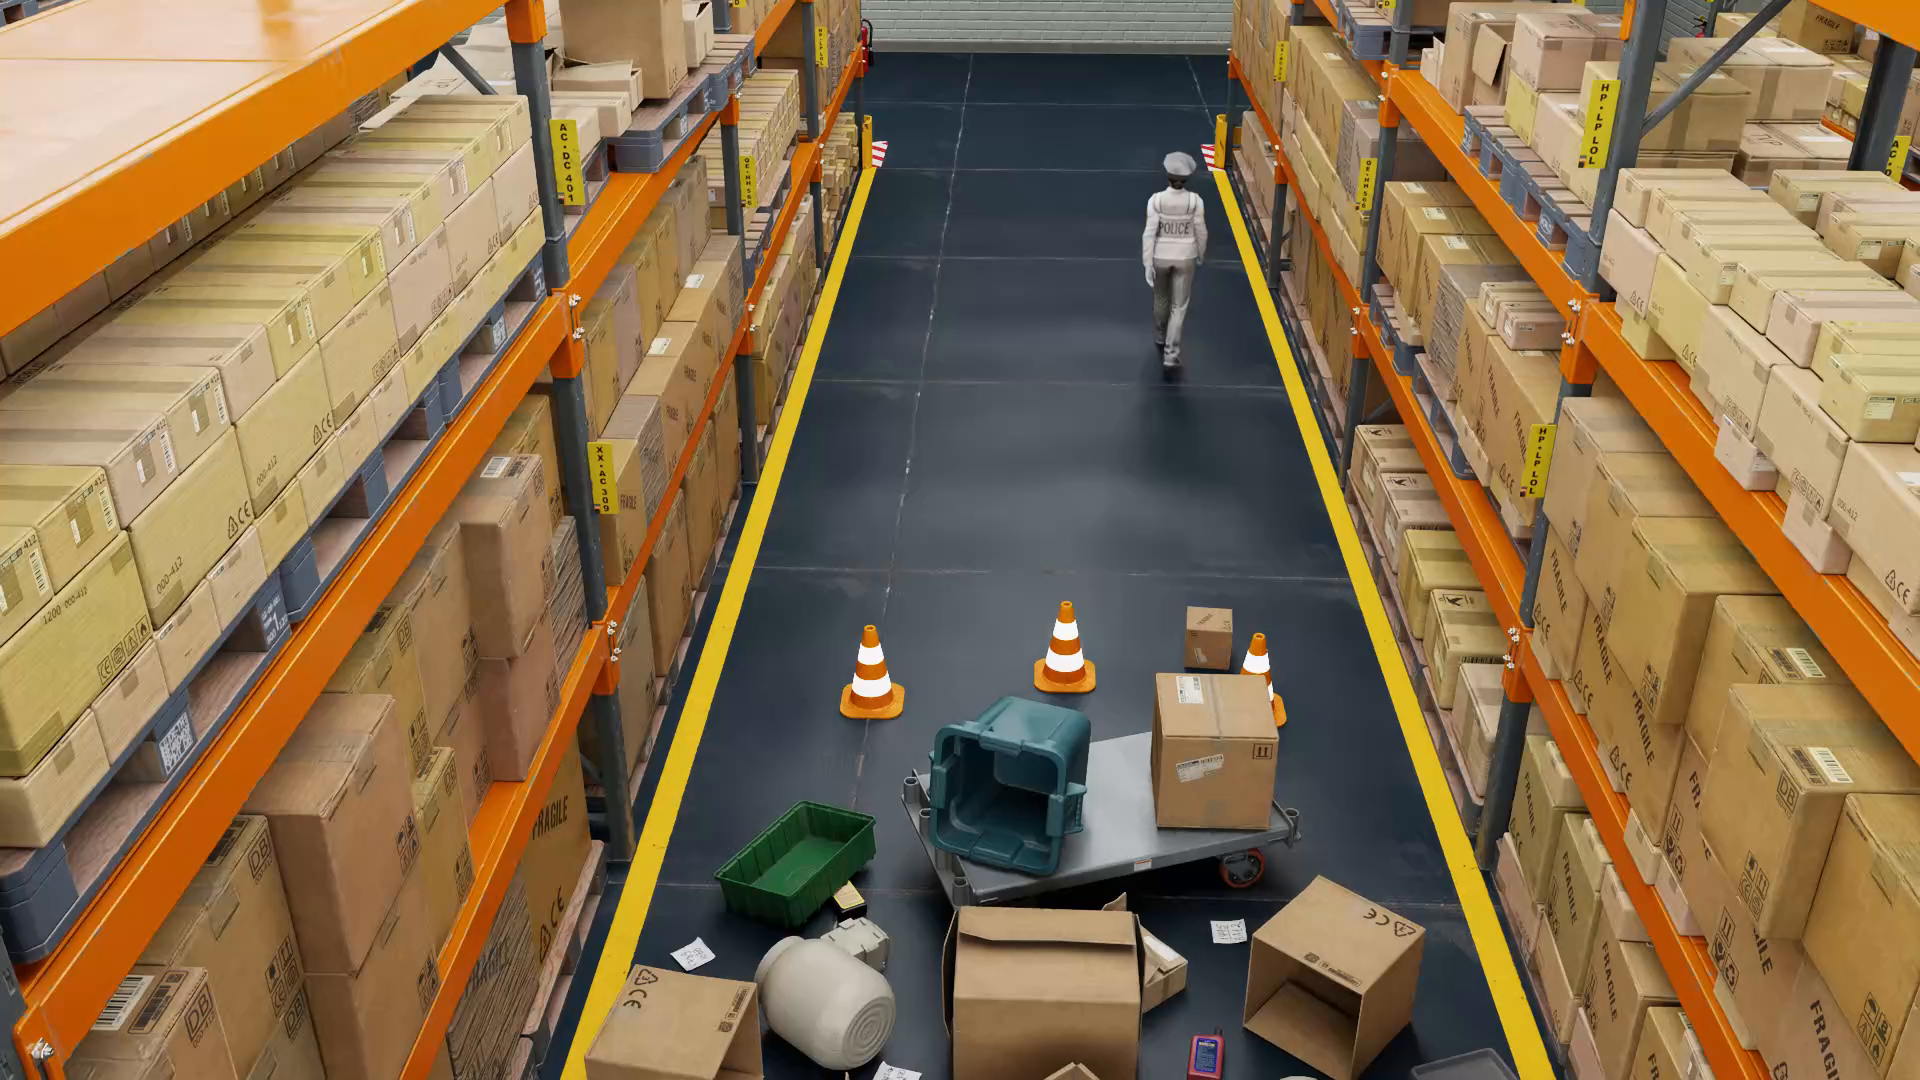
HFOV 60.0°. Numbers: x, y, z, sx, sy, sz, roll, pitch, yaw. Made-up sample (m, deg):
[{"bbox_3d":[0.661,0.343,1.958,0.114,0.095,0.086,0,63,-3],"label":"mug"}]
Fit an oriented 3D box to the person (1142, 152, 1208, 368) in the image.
[{"bbox_3d":[1.668,-2.202,12.923,0.483,1.639,0.992,7,29,12],"label":"person"}]
